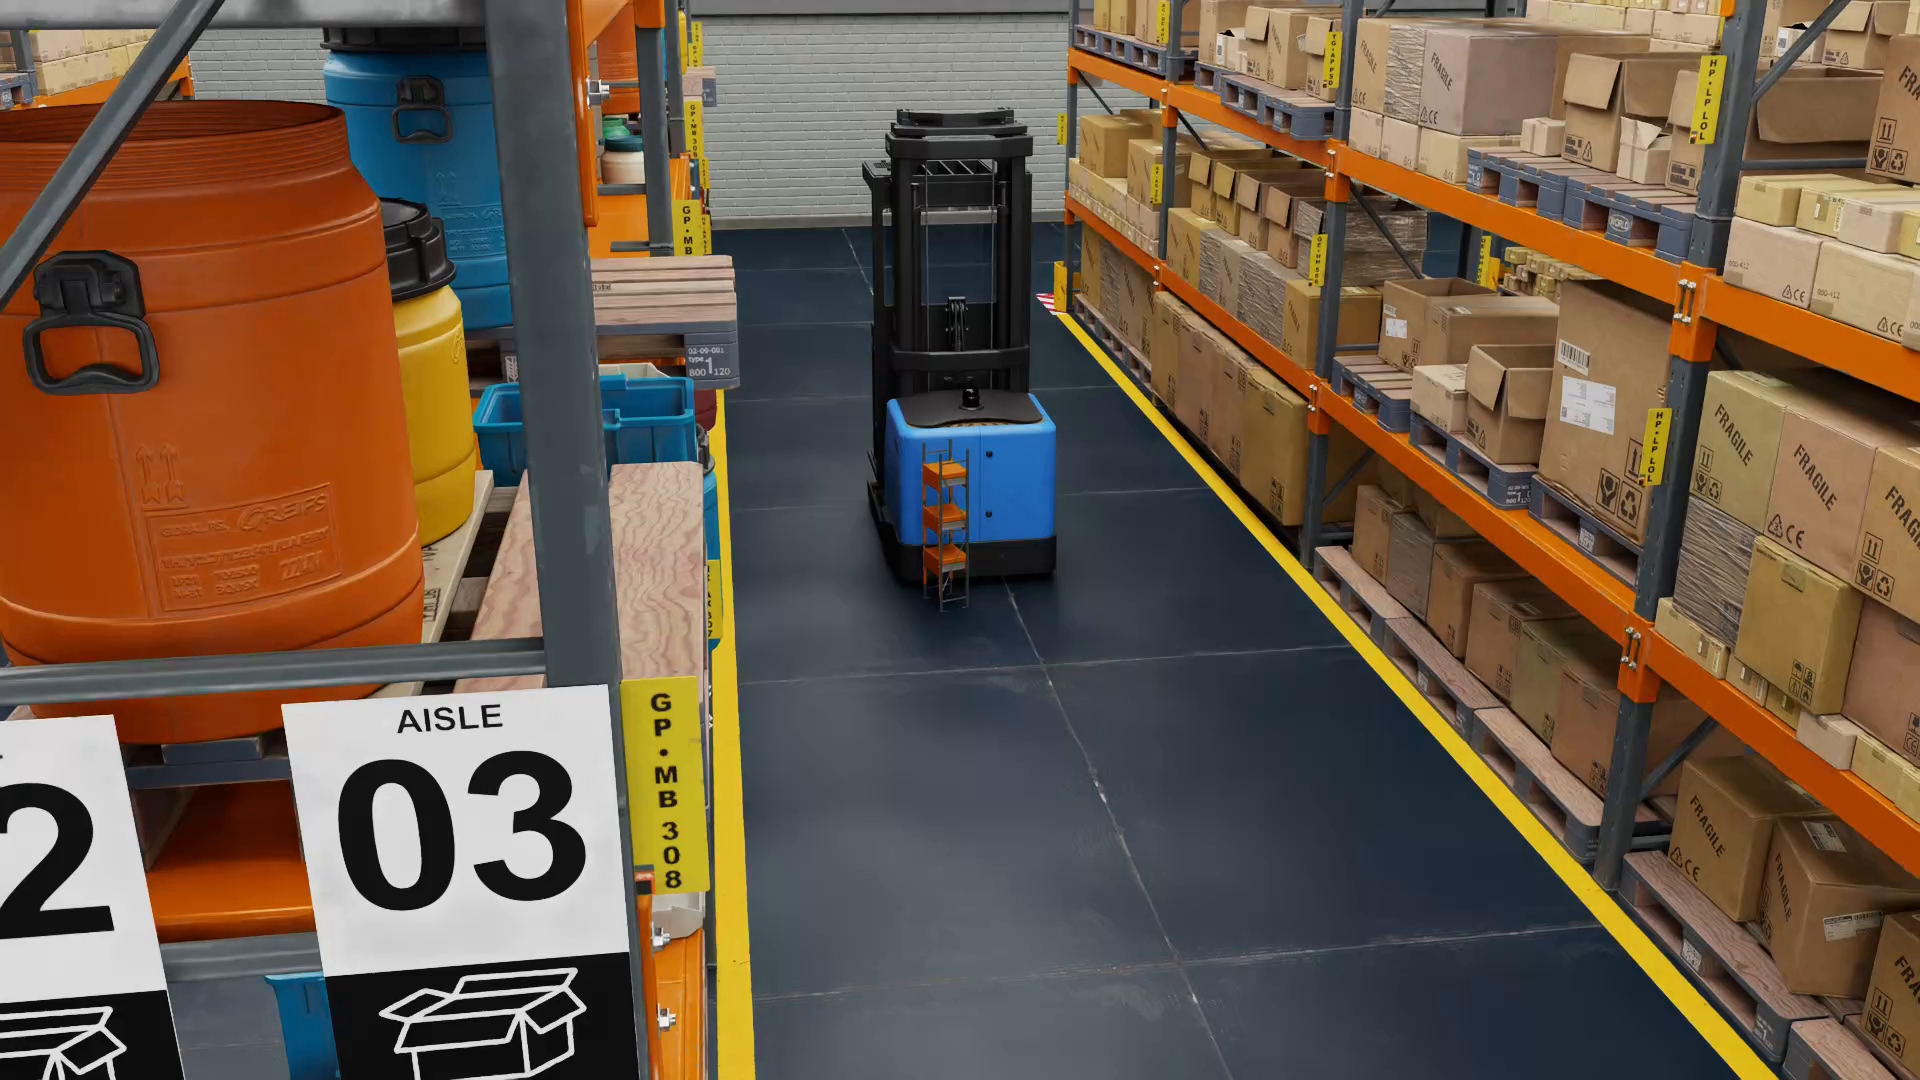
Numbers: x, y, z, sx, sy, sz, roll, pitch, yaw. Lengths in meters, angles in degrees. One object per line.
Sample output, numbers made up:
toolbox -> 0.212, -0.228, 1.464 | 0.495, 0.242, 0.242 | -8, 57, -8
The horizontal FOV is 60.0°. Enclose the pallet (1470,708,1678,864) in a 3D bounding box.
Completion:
pallet -> 3.271, 1.172, 8.278 | 1.003, 0.211, 1.213 | -3, 21, -8

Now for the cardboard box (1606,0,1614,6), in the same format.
cardboard box -> 6.594, -5.328, 16.338 | 0.380, 0.149, 0.250 | -2, 21, -6

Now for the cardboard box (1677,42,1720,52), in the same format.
cardboard box -> 6.816, -4.341, 14.980 | 0.500, 0.250, 0.500 | -2, 21, -6

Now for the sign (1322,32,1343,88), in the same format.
sign -> 2.258, -2.909, 10.080 | 0.100, 0.325, 0.005 | -3, 21, -8

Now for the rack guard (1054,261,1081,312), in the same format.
rack guard -> 1.652, -2.857, 18.652 | 1.175, 0.500, 0.348 | -3, 21, -8

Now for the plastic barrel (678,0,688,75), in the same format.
plastic barrel -> -2.337, -3.770, 12.365 | 0.600, 0.588, 0.600 | 0, 20, 0

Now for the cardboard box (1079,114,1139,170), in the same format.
cardboard box -> 1.529, -4.087, 17.090 | 0.500, 0.500, 0.500 | -3, 21, -9

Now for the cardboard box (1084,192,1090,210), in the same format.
cardboard box -> 1.494, -3.495, 17.146 | 0.380, 0.149, 0.250 | -3, 21, -9

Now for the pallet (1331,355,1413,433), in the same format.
pallet -> 3.016, -0.919, 10.164 | 1.213, 0.211, 1.003 | -3, 21, -8

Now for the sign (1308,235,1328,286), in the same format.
sign -> 2.259, -1.763, 10.496 | 0.100, 0.325, 0.005 | -3, 21, -8

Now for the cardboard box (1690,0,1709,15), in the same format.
cardboard box -> 6.791, -4.792, 14.902 | 0.380, 0.149, 0.250 | -2, 21, -6

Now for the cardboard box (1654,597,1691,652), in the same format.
cardboard box -> 3.118, 0.342, 6.872 | 0.380, 0.149, 0.250 | -3, 21, -8

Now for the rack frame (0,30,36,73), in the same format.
rack frame -> -7.572, -4.947, 12.100 | 1.000, 3.000, 0.127 | -3, 21, -8

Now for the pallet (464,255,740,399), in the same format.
pallet -> -1.316, -0.687, 5.252 | 1.213, 0.211, 1.003 | -3, 21, -8

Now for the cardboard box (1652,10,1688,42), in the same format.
cardboard box -> 6.773, -4.747, 15.352 | 0.500, 0.250, 0.500 | -4, 21, -10

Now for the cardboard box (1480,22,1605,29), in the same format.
cardboard box -> 3.209, -2.607, 9.264 | 0.500, 0.500, 0.500 | -3, 21, -8

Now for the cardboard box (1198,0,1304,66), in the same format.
cardboard box -> 2.325, -4.084, 13.332 | 0.700, 0.500, 0.500 | -2, 21, -6

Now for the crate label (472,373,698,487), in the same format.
crate label -> -0.883, -0.231, 3.972 | 0.502, 0.251, 0.408 | -3, 21, -8

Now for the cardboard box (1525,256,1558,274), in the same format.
cardboard box -> 6.385, -2.993, 18.068 | 0.380, 0.149, 0.250 | -3, 21, -8

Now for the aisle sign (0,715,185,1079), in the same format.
aisle sign -> -1.223, 0.592, 2.130 | 0.394, 0.787, 0.004 | -3, 21, -8

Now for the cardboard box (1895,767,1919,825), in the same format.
cardboard box -> 3.348, 0.861, 5.483 | 0.380, 0.149, 0.250 | -3, 21, -8

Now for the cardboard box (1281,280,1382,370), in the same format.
cardboard box -> 2.492, -1.455, 11.183 | 0.500, 0.500, 0.500 | -2, 21, -6

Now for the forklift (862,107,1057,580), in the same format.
forklift -> -0.093, -1.591, 11.787 | 1.130, 2.935, 3.031 | -3, 21, -8

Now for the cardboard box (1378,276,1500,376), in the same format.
cardboard box -> 2.926, -1.309, 10.190 | 0.500, 0.500, 0.500 | -6, 21, -14

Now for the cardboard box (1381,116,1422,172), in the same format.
cardboard box -> 2.698, -2.232, 9.332 | 0.500, 0.250, 0.500 | -2, 21, -6

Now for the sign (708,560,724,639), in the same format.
sign -> -0.970, 0.231, 6.415 | 0.100, 0.325, 0.005 | -3, 21, -8

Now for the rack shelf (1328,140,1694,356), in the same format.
rack shelf -> 3.097, -1.626, 8.523 | 1.077, 0.370, 4.000 | -3, 21, -8

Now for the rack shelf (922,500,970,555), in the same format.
rack shelf -> -0.089, -0.079, 10.457 | 0.215, 0.259, 0.240 | -10, 23, -24

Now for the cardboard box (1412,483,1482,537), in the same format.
cardboard box -> 3.021, -0.223, 9.898 | 0.500, 0.250, 0.500 | -1, 20, -2

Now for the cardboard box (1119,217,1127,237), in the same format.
cardboard box -> 1.715, -2.963, 15.721 | 0.380, 0.149, 0.250 | -3, 21, -7

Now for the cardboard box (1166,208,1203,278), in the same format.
cardboard box -> 2.051, -2.510, 14.007 | 0.500, 0.500, 0.500 | -3, 21, -8

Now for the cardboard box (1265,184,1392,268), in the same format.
cardboard box -> 2.628, -2.247, 11.868 | 0.797, 0.503, 0.637 | -2, 21, -6

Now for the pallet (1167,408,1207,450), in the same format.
pallet -> 2.417, -1.065, 14.267 | 1.003, 0.211, 1.213 | -3, 21, -8

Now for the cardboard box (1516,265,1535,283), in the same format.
cardboard box -> 6.383, -2.944, 18.360 | 0.380, 0.149, 0.250 | -3, 21, -8

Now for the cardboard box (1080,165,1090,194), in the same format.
cardboard box -> 1.539, -3.730, 17.204 | 0.500, 0.250, 0.500 | -3, 21, -8

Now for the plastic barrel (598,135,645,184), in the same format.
plastic barrel -> -1.679, -1.912, 8.459 | 0.301, 0.262, 0.301 | 0, 20, 0

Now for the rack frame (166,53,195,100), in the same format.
rack frame -> -8.148, -3.522, 16.858 | 1.000, 3.000, 0.127 | -3, 21, -8

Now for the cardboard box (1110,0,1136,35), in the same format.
cardboard box -> 1.867, -5.161, 16.073 | 0.700, 0.500, 0.500 | -4, 21, -11

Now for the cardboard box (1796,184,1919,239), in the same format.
cardboard box -> 3.233, -1.170, 5.919 | 0.380, 0.149, 0.250 | -4, 21, -10

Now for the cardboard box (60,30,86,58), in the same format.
cardboard box -> -7.470, -4.060, 13.511 | 0.500, 0.250, 0.500 | -3, 21, -8

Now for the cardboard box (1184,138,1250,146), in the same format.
cardboard box -> 2.352, -3.405, 15.263 | 0.500, 0.500, 0.500 | -3, 21, -8

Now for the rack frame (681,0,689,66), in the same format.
rack frame -> -2.670, -5.196, 12.766 | 1.000, 3.000, 0.127 | -3, 21, -8

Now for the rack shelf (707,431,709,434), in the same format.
rack shelf -> -2.381, -1.356, 12.087 | 1.077, 0.370, 4.000 | -3, 21, -8

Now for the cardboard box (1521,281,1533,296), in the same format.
cardboard box -> 6.455, -2.812, 18.433 | 0.380, 0.149, 0.250 | -3, 21, -8

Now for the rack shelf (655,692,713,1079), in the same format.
rack shelf -> -1.228, 1.414, 4.671 | 1.077, 0.370, 4.000 | -3, 21, -8

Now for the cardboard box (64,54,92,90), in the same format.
cardboard box -> -7.465, -3.826, 13.600 | 0.500, 0.250, 0.500 | -3, 21, -8

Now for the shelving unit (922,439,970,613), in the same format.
shelving unit -> -0.089, -0.089, 10.454 | 0.215, 1.050, 0.252 | -10, 23, -24

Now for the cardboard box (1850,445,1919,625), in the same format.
cardboard box -> 3.343, -0.005, 5.445 | 0.500, 0.500, 0.500 | -3, 21, -8

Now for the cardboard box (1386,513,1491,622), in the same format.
cardboard box -> 3.017, 0.137, 10.006 | 0.700, 0.500, 0.500 | -5, 21, -12

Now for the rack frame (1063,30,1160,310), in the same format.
rack frame -> 1.655, -4.020, 18.192 | 1.000, 3.000, 0.127 | -3, 21, -8

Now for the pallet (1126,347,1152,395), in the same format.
pallet -> 2.199, -1.596, 15.688 | 1.003, 0.211, 1.213 | -3, 21, -8
